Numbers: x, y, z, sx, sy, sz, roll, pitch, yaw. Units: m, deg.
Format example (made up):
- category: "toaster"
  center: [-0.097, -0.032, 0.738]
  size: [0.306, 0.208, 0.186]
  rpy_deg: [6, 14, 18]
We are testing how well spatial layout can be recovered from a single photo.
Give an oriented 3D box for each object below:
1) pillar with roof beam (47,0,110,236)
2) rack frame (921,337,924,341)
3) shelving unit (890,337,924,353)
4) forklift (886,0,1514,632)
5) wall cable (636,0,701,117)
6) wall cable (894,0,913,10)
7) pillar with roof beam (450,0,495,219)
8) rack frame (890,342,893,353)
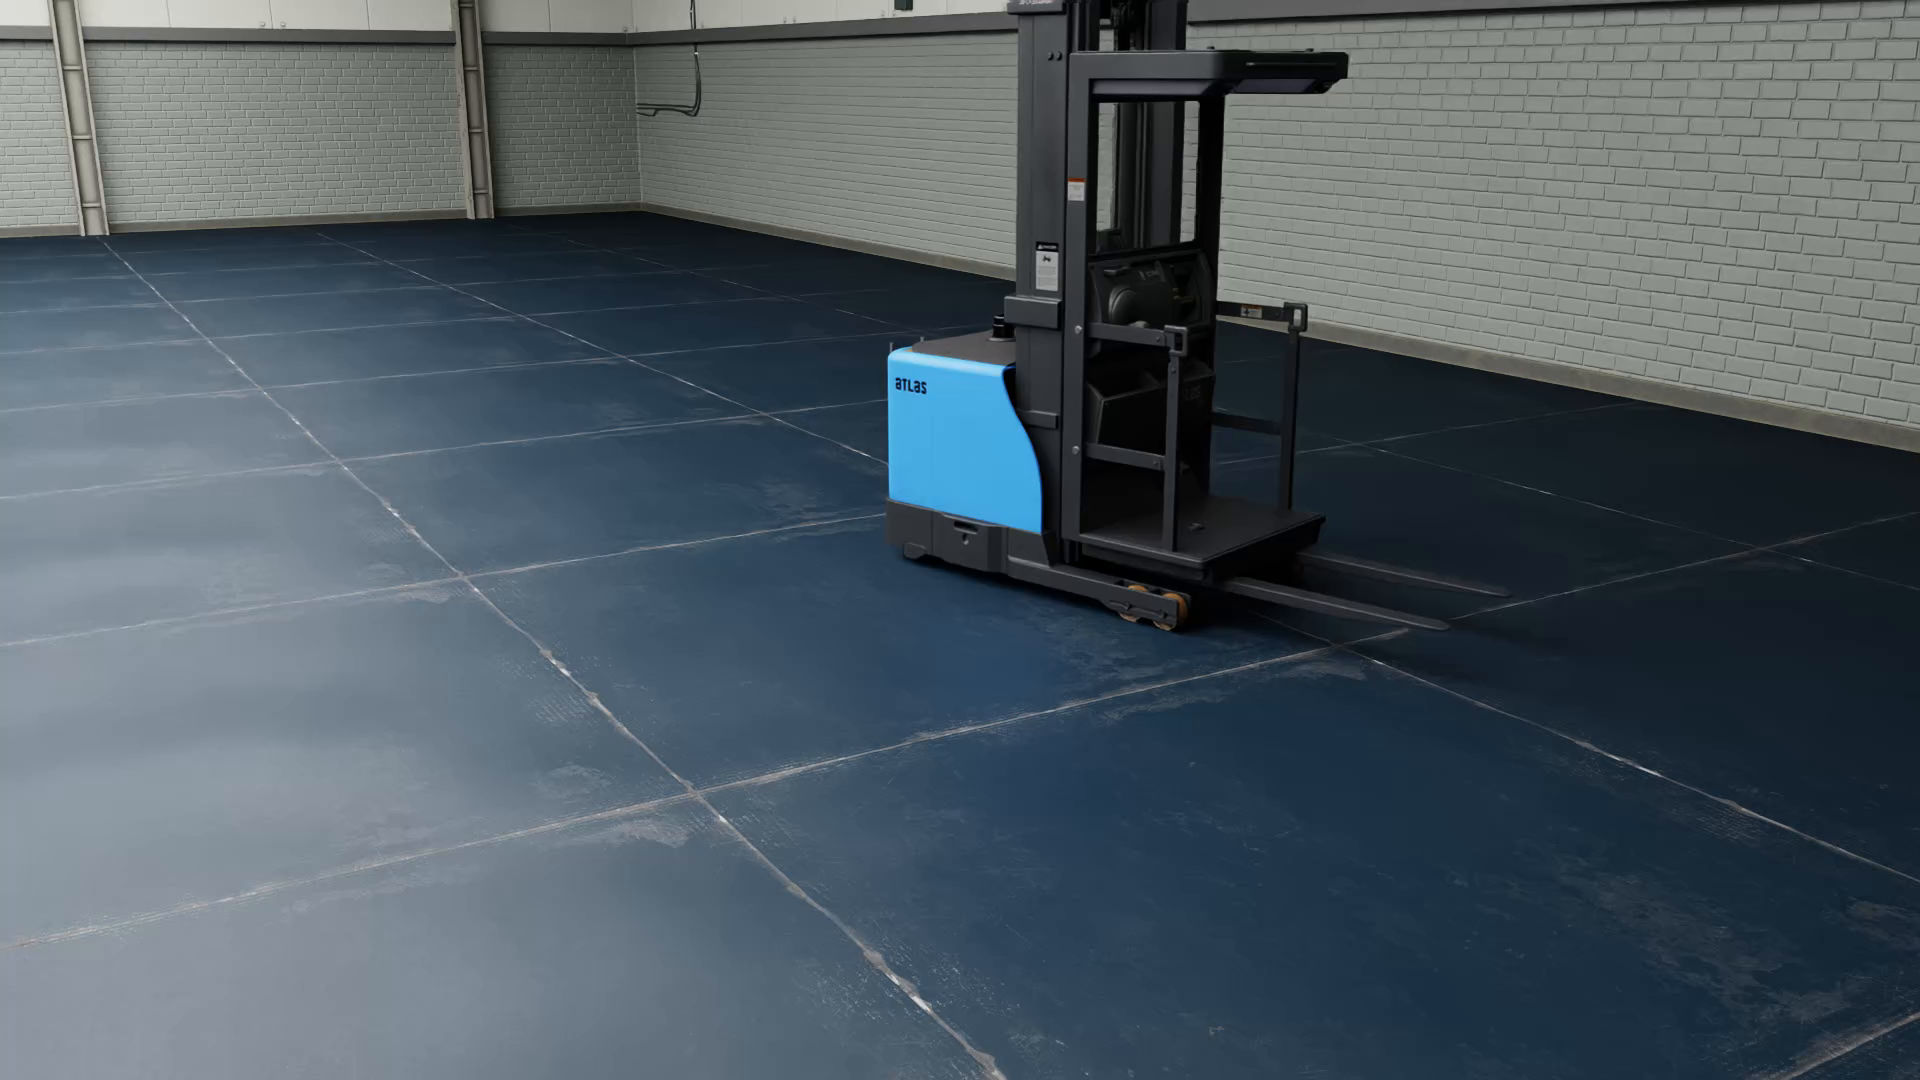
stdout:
- category: "pillar with roof beam"
  center: [-11.231, -8.085, 21.080]
  size: [0.400, 9.000, 9.100]
  rpy_deg: [-9, 18, -30]
- category: "rack frame"
  center: [-0.131, -0.563, 8.974]
  size: [0.200, 1.050, 0.008]
  rpy_deg: [13, 20, 39]
- category: "shelving unit"
  center: [-0.210, -0.538, 8.885]
  size: [0.215, 1.050, 0.252]
  rpy_deg: [13, 20, 39]
- category: "forklift"
  center: [1.060, -1.166, 7.637]
  size: [3.031, 2.935, 1.130]
  rpy_deg: [13, 20, 39]
- category: "wall cable"
  center: [-5.099, -8.523, 28.397]
  size: [0.112, 2.526, 3.097]
  rpy_deg: [-9, 18, -30]
- category: "wall cable"
  center: [-0.223, -9.457, 19.675]
  size: [0.169, 6.003, 2.305]
  rpy_deg: [-9, 18, -30]
- category: "pillar with roof beam"
  center: [-6.088, -8.919, 24.055]
  size: [0.400, 9.000, 9.100]
  rpy_deg: [-9, 18, -30]
- category: "rack frame"
  center: [-0.289, -0.513, 8.795]
  size: [0.200, 1.050, 0.008]
  rpy_deg: [13, 20, 39]
